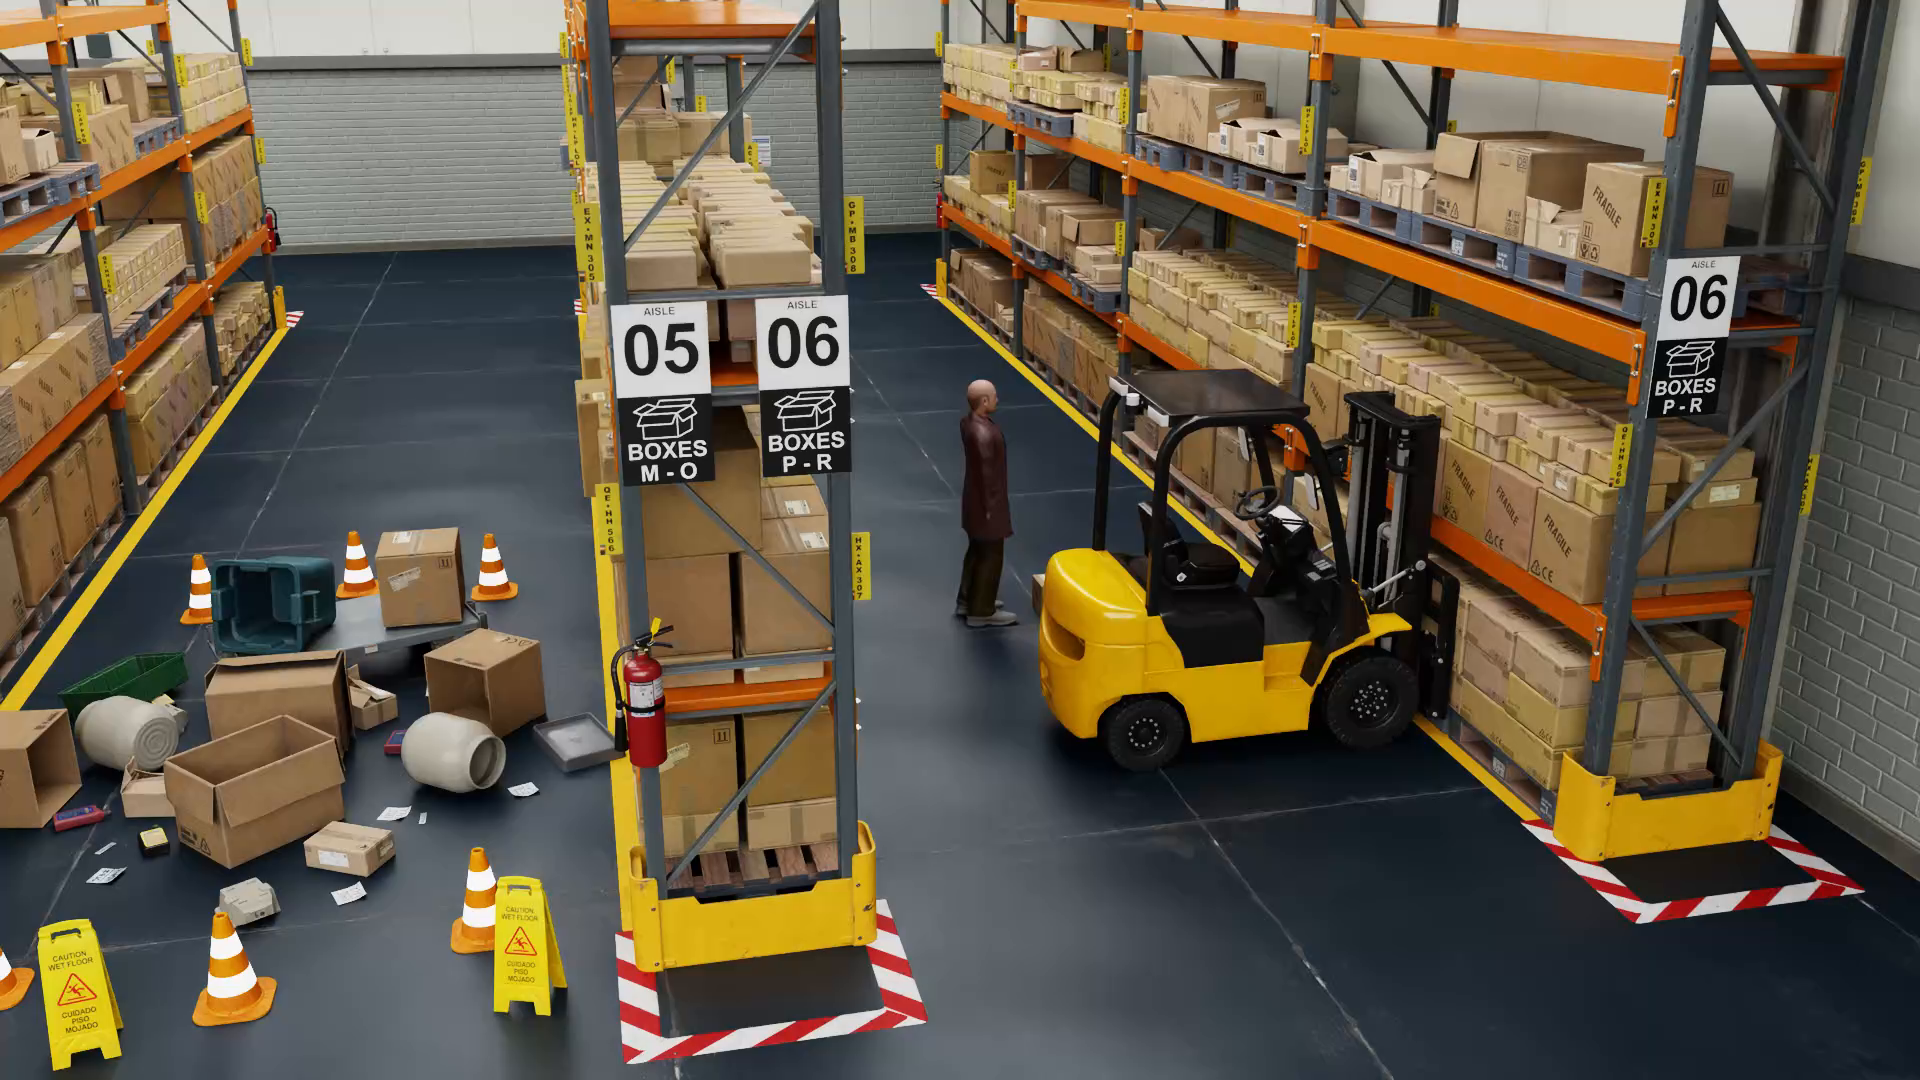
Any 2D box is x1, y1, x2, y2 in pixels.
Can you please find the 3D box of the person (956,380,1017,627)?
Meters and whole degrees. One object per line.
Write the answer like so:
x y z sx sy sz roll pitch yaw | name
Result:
0.184 -0.276 11.886 0.402 1.780 0.562 -4 20 -11 | person
